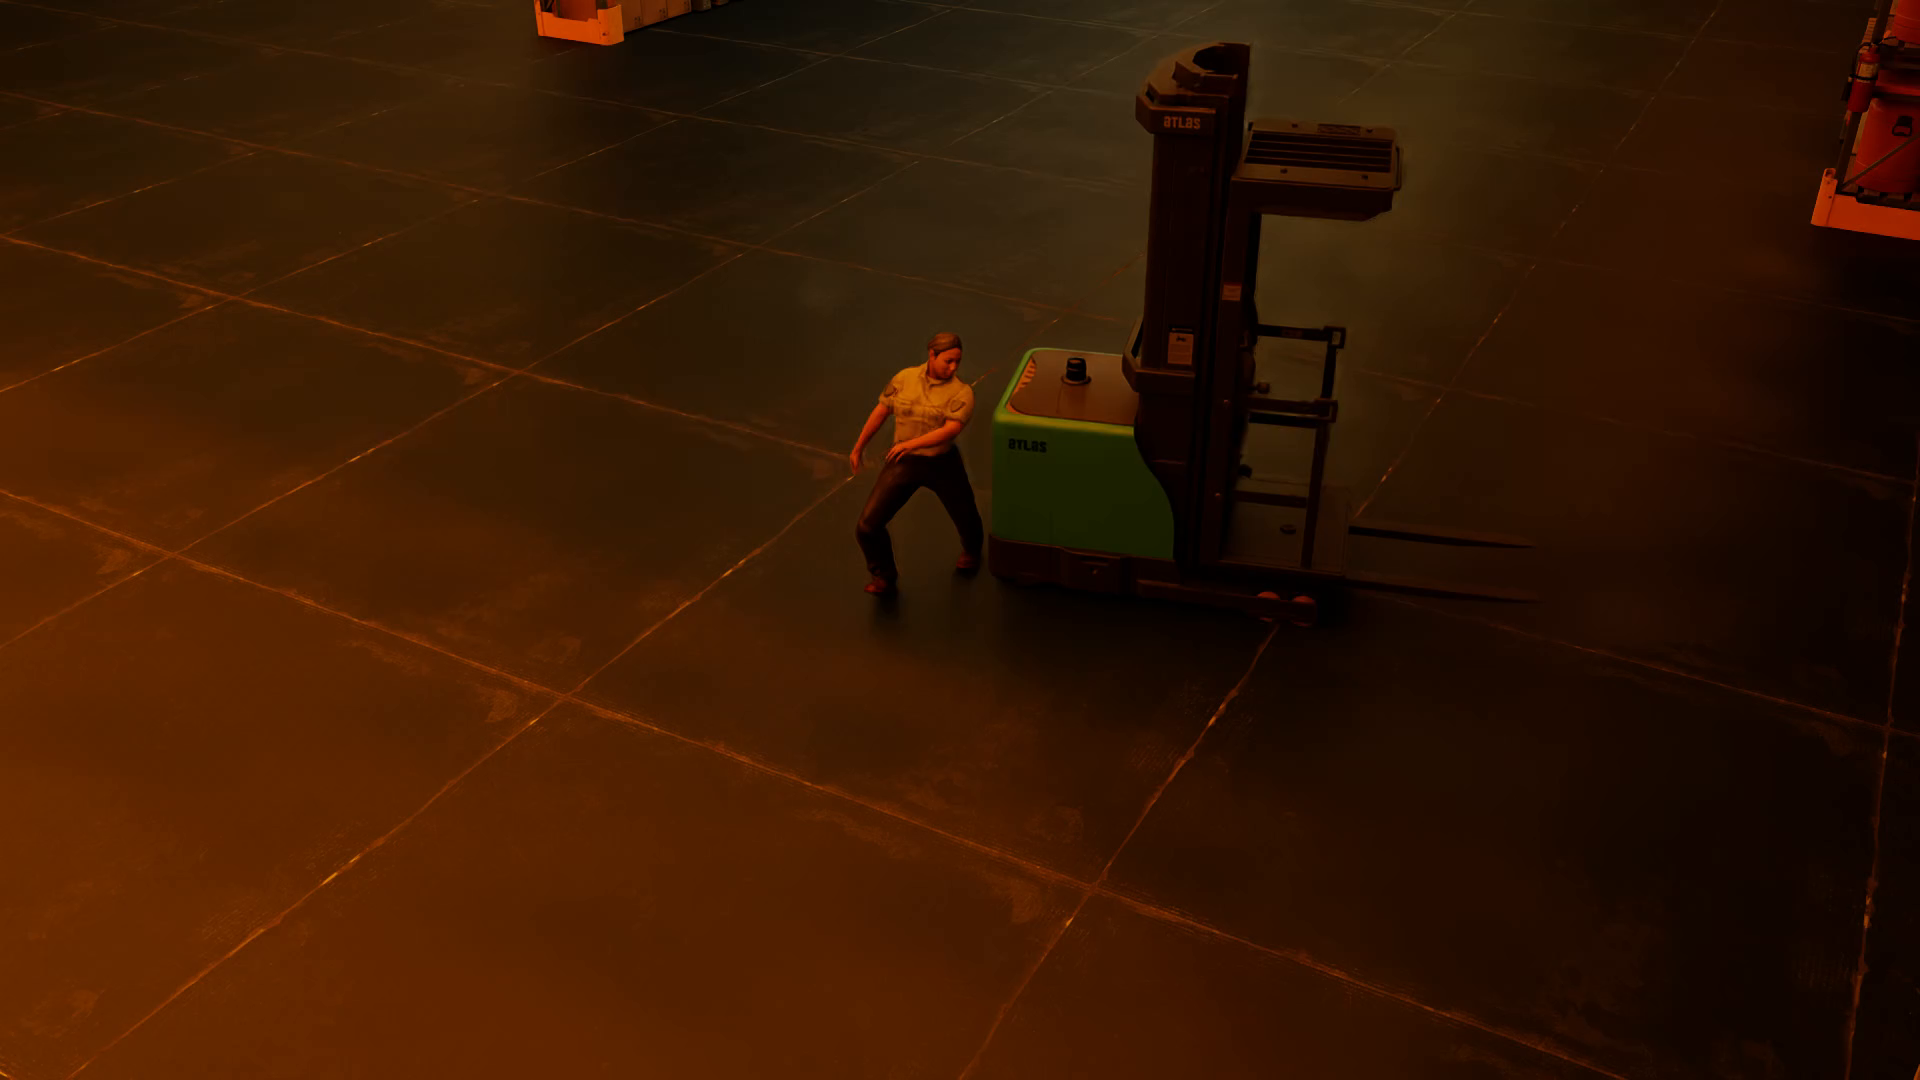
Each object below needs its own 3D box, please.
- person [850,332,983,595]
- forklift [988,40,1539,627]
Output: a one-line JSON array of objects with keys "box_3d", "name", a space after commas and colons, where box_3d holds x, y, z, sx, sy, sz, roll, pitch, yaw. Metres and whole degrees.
[{"box_3d": [-0.252, -0.396, 9.177, 0.738, 1.534, 0.843, 4, 30, 7], "name": "person"}, {"box_3d": [1.737, -1.085, 8.951, 3.031, 2.935, 1.130, 7, 31, 12], "name": "forklift"}]
